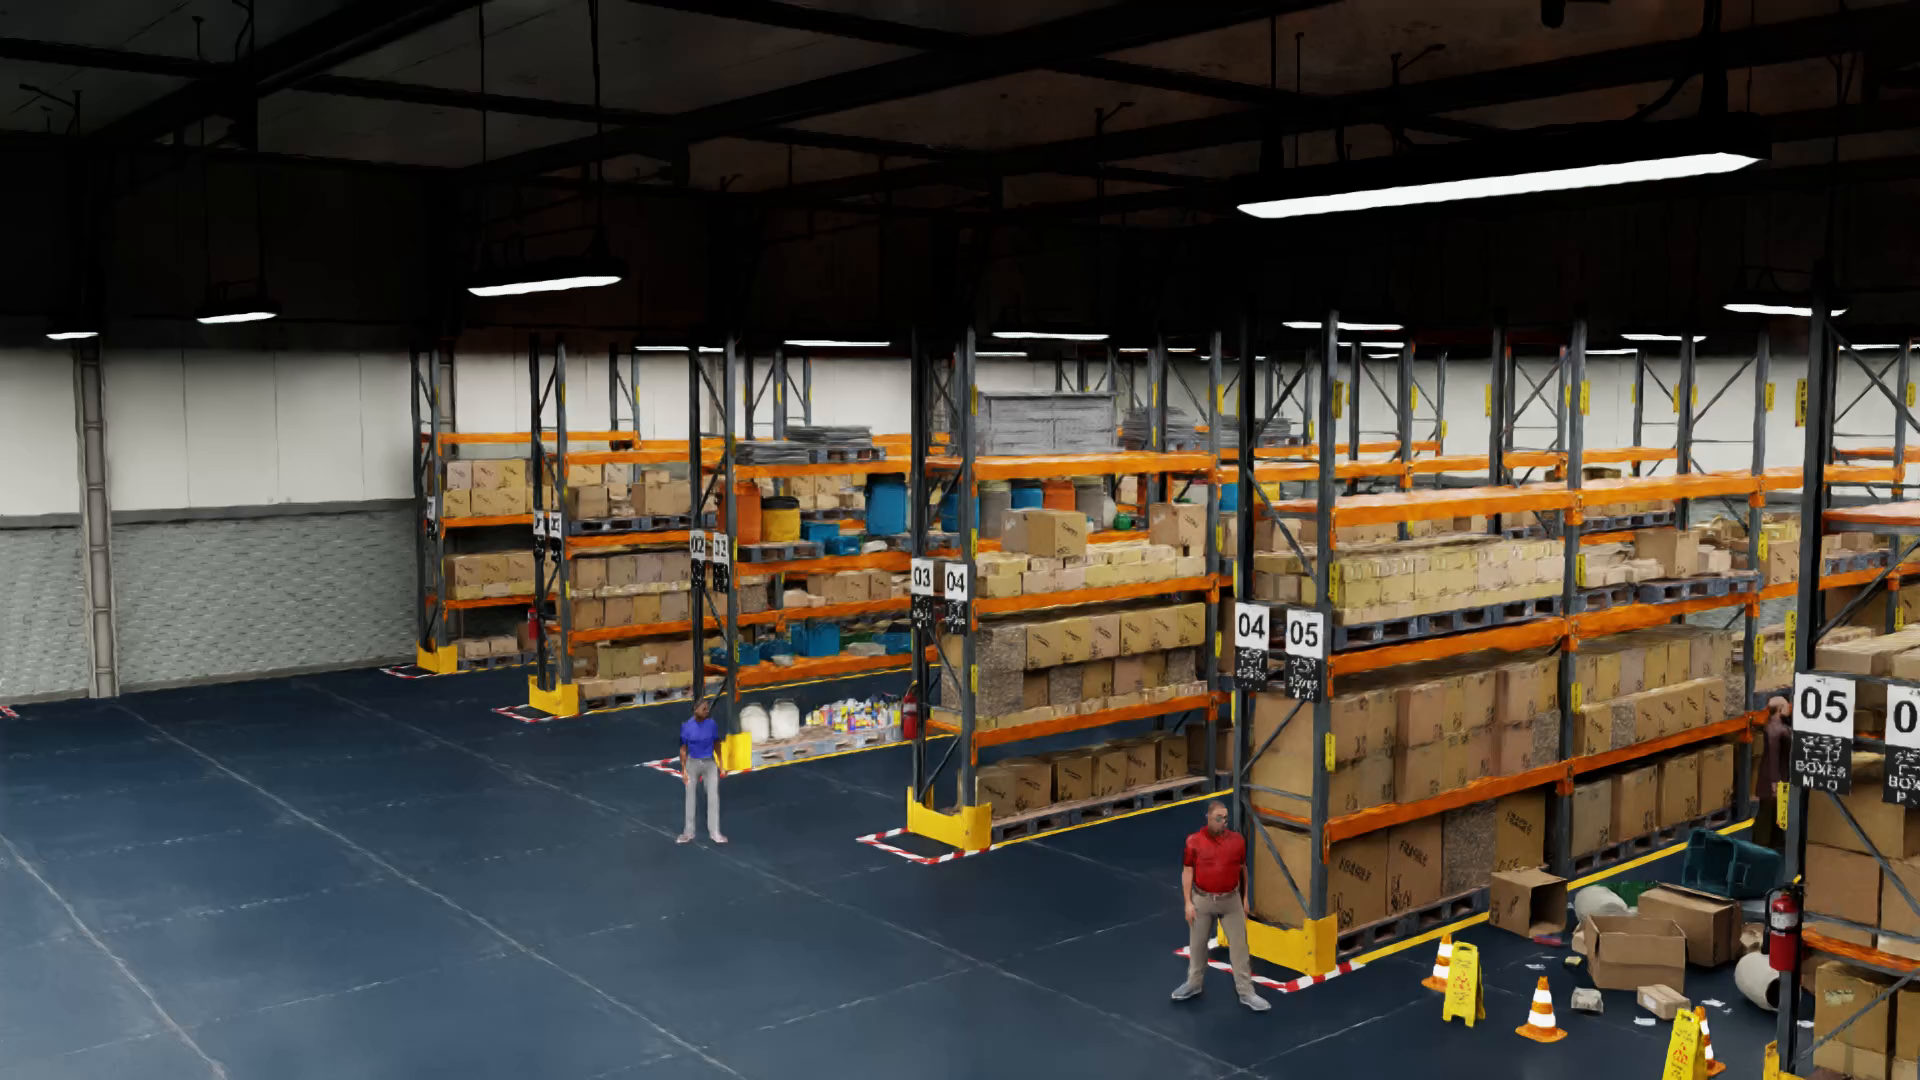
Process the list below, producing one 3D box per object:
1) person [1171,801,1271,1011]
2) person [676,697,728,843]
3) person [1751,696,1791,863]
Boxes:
[{"bbox_3d":[2.171,3.018,13.850,0.772,1.719,0.585,0,5,-2],"label":"person"},{"bbox_3d":[-2.938,2.589,18.799,0.564,1.663,0.400,-2,6,-21],"label":"person"},{"bbox_3d":[8.910,2.584,18.082,0.525,1.785,0.646,3,6,27],"label":"person"}]
